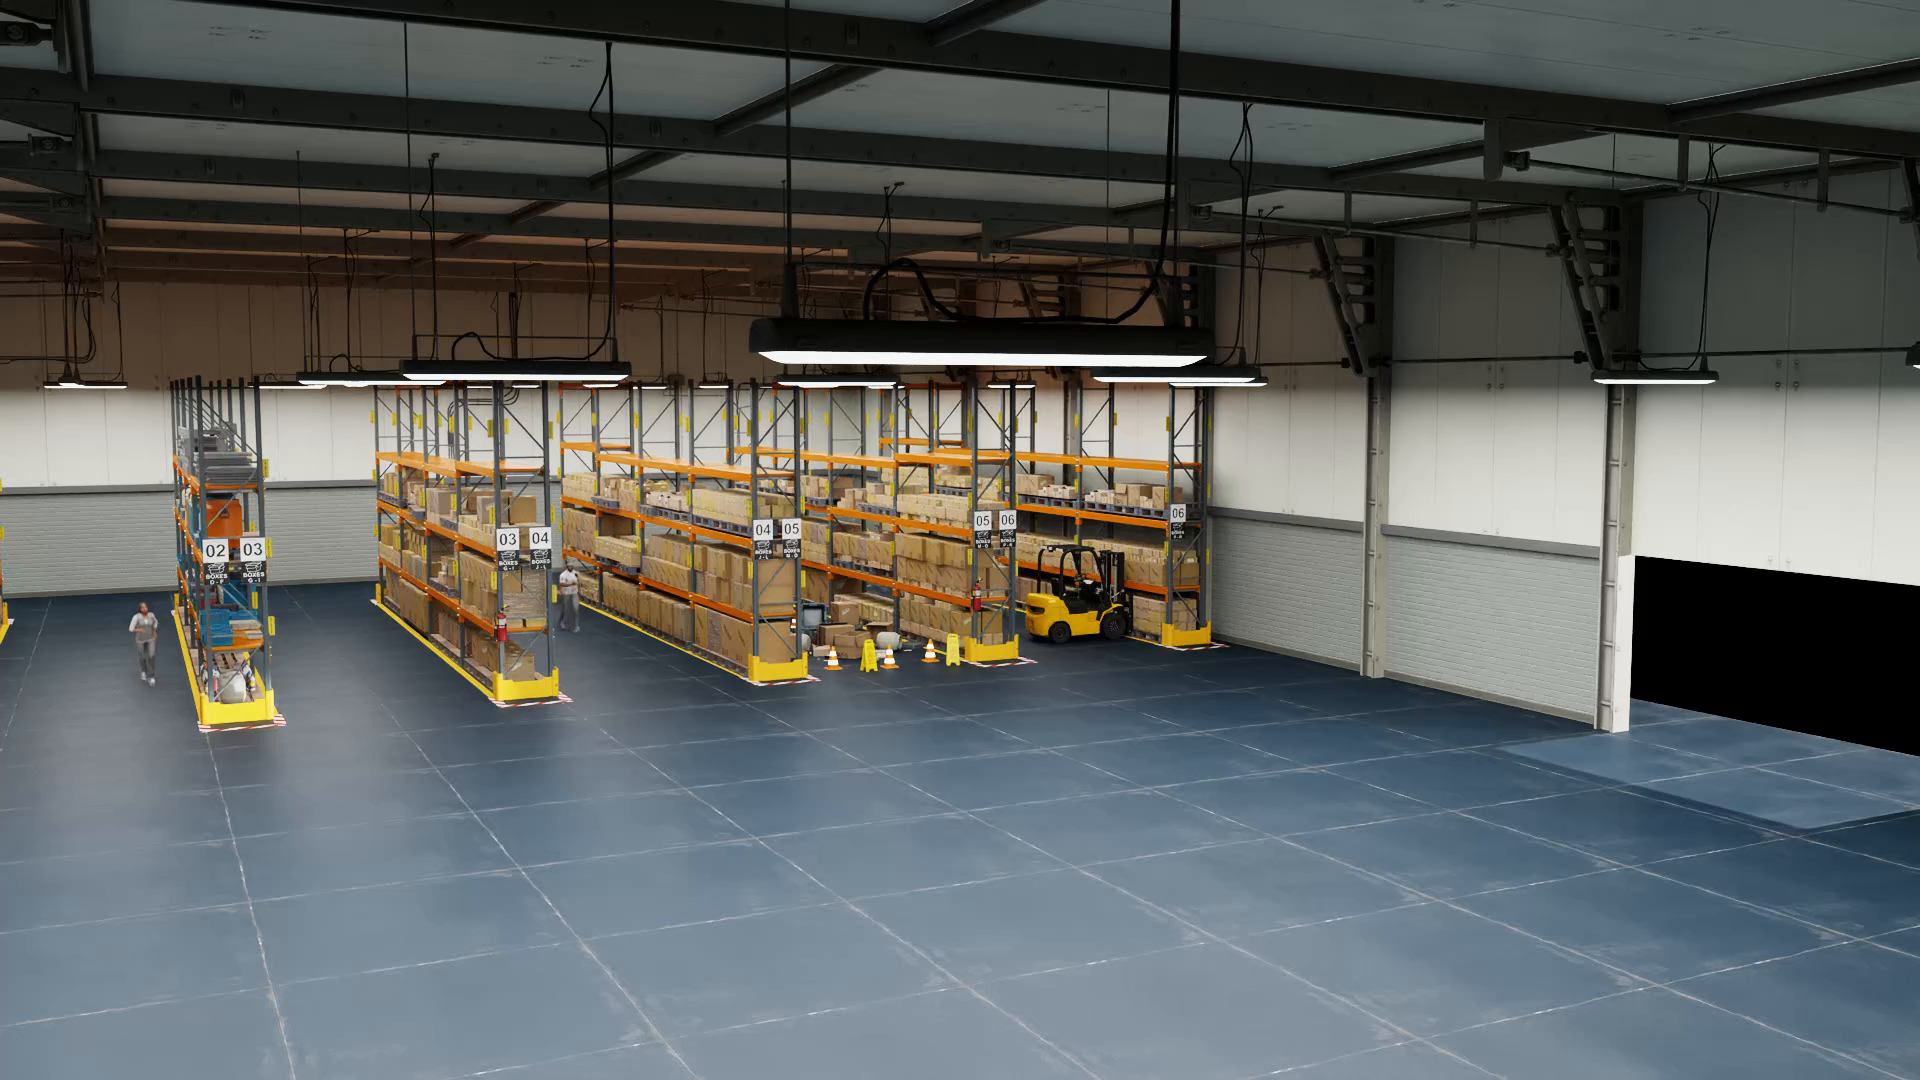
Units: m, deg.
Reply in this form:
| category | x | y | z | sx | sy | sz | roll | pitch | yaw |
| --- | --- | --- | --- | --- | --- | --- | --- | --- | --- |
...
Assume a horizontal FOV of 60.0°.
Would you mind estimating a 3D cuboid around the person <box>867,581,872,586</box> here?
| category | x | y | z | sx | sy | sz | roll | pitch | yaw |
| --- | --- | --- | --- | --- | --- | --- | --- | --- | --- |
| person | -2.956 | 0.575 | 48.794 | 0.637 | 1.614 | 0.620 | -3 | 6 | -34 |

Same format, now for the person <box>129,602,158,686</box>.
| category | x | y | z | sx | sy | sz | roll | pitch | yaw |
| --- | --- | --- | --- | --- | --- | --- | --- | --- | --- |
| person | -15.974 | 2.014 | 32.577 | 0.531 | 1.623 | 0.804 | -3 | 6 | -32 |

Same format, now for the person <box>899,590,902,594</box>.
| category | x | y | z | sx | sy | sz | roll | pitch | yaw |
| --- | --- | --- | --- | --- | --- | --- | --- | --- | --- |
| person | -1.635 | 0.762 | 45.848 | 0.725 | 1.794 | 0.952 | -3 | 6 | -34 |

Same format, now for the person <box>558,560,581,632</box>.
| category | x | y | z | sx | sy | sz | roll | pitch | yaw |
| --- | --- | --- | --- | --- | --- | --- | --- | --- | --- |
| person | -9.364 | 1.320 | 39.841 | 0.557 | 1.711 | 0.901 | -4 | 6 | -38 |
